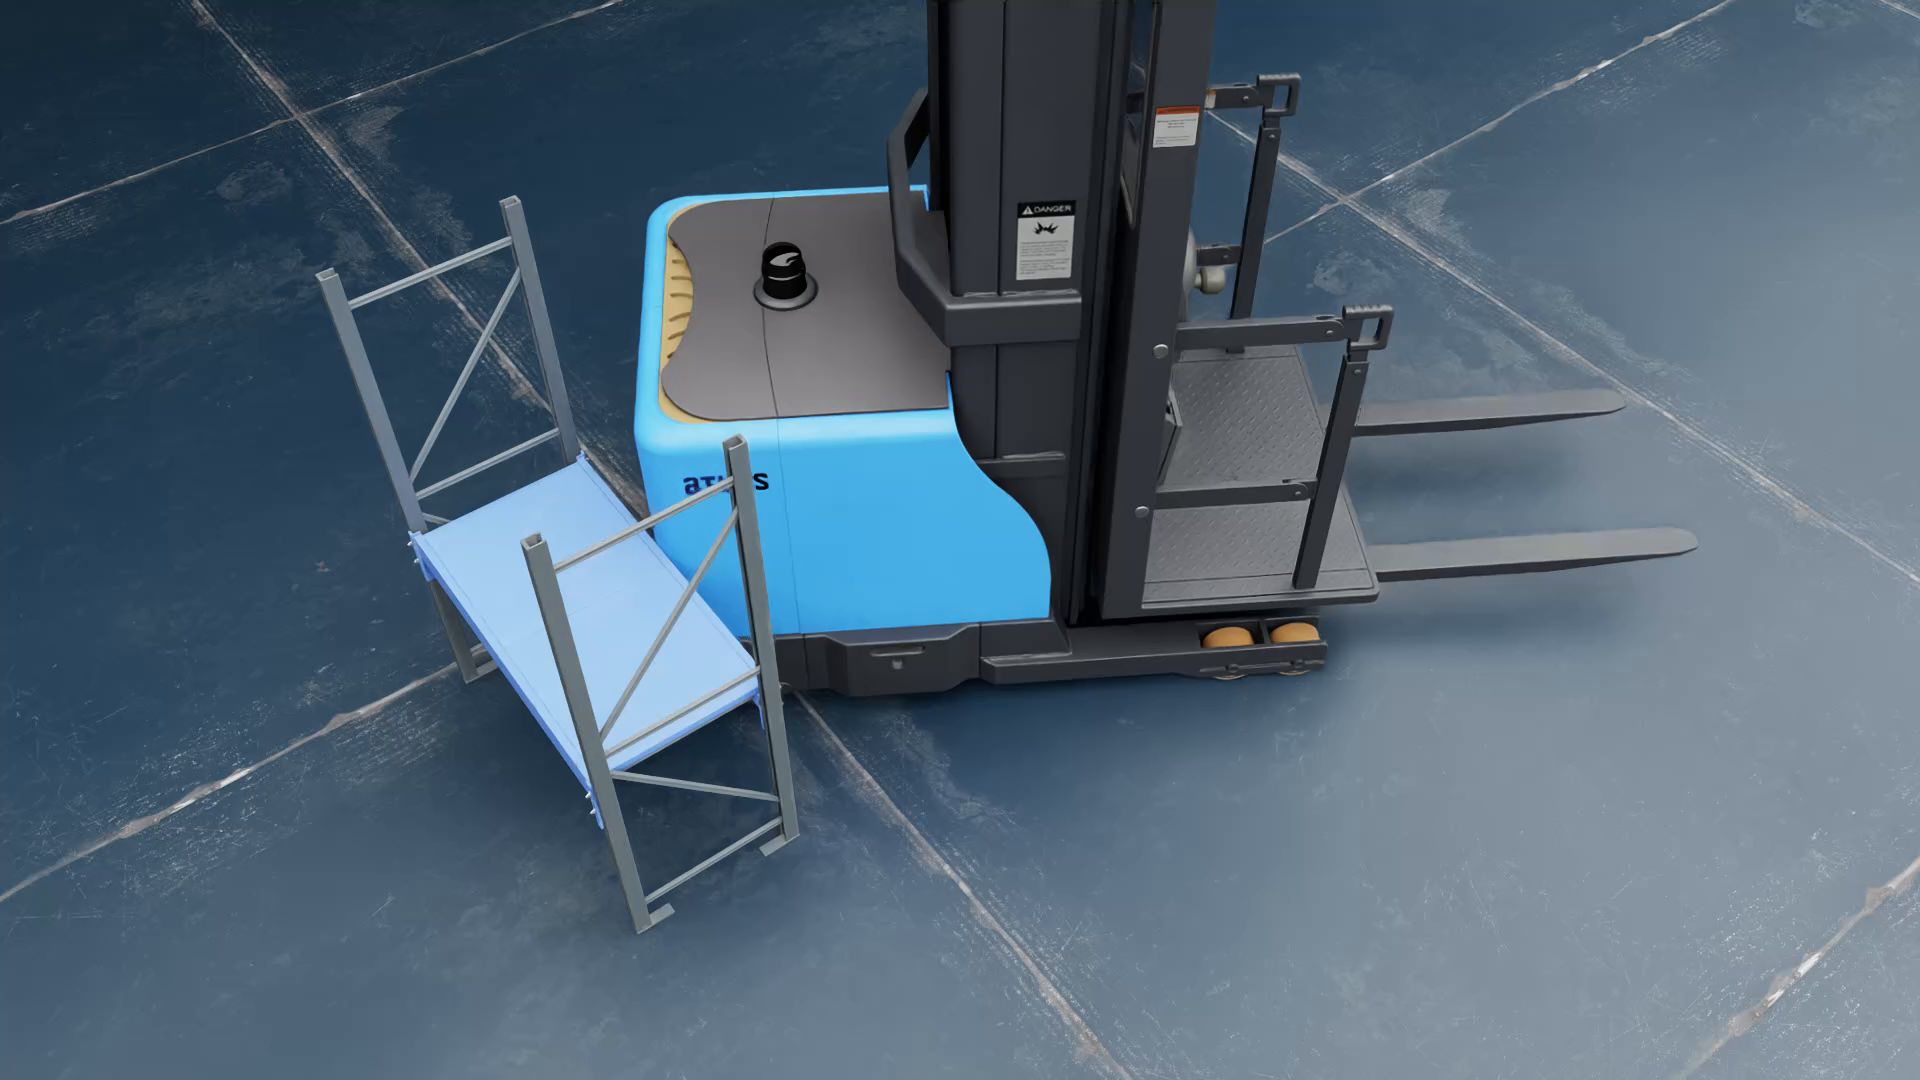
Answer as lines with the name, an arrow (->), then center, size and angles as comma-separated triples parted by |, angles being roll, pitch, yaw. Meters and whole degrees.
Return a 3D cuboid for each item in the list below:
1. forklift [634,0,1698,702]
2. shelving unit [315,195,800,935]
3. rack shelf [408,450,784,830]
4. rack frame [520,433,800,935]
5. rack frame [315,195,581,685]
forklift -> 0.656, -0.966, 4.147 | 3.031, 2.935, 1.130 | -4, 48, -3
shelving unit -> -0.949, 0.101, 4.146 | 0.538, 1.500, 1.048 | -29, 54, -24
rack shelf -> -0.949, 0.222, 4.279 | 0.538, 0.185, 1.000 | -29, 54, -24
rack frame -> -0.645, 0.403, 3.872 | 0.500, 1.500, 0.032 | -29, 54, -24
rack frame -> -1.253, -0.200, 4.419 | 0.500, 1.500, 0.032 | -29, 54, -24
